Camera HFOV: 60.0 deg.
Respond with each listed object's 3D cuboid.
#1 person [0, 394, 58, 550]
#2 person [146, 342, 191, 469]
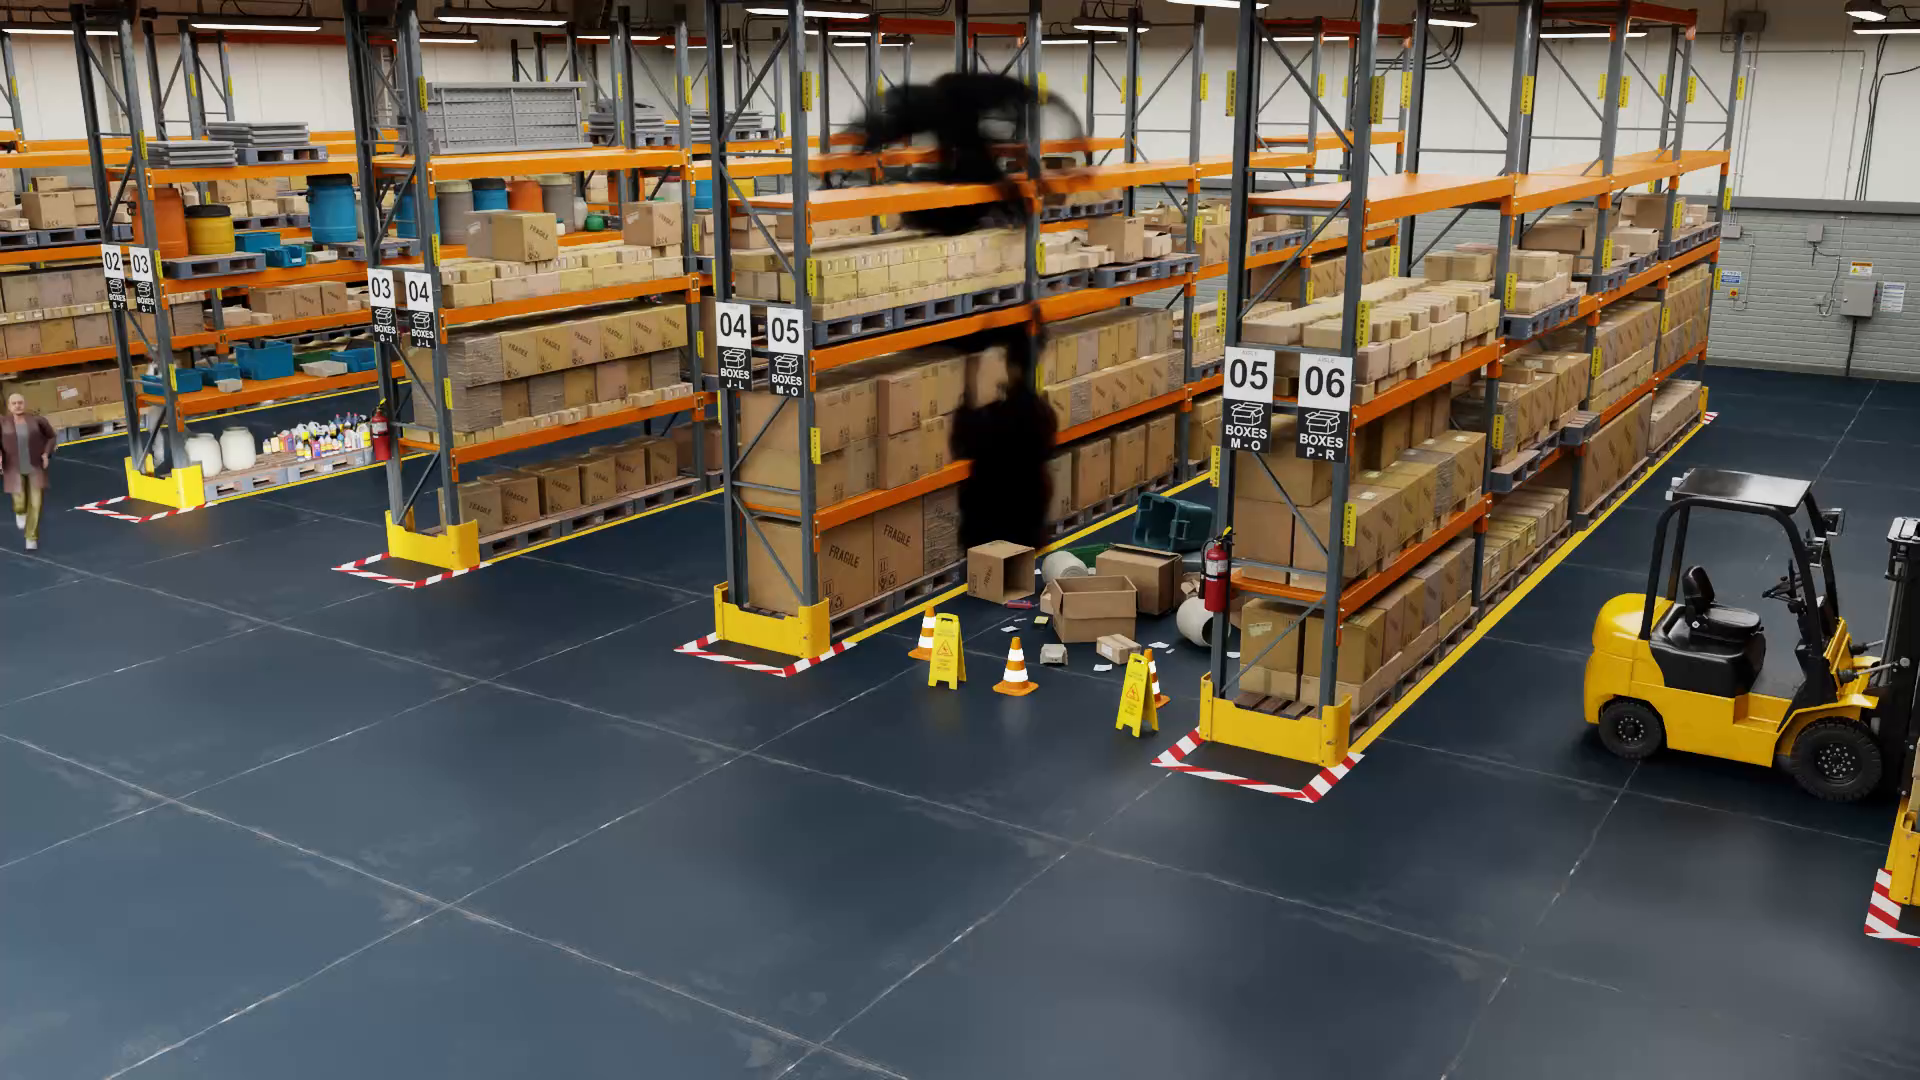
[{"bbox_3d":[-10.612,-0.804,18.904,0.716,1.742,0.797,-9,18,-30],"label":"person"},{"bbox_3d":[-10.847,-1.860,22.786,0.553,1.753,0.782,6,17,22],"label":"person"}]
